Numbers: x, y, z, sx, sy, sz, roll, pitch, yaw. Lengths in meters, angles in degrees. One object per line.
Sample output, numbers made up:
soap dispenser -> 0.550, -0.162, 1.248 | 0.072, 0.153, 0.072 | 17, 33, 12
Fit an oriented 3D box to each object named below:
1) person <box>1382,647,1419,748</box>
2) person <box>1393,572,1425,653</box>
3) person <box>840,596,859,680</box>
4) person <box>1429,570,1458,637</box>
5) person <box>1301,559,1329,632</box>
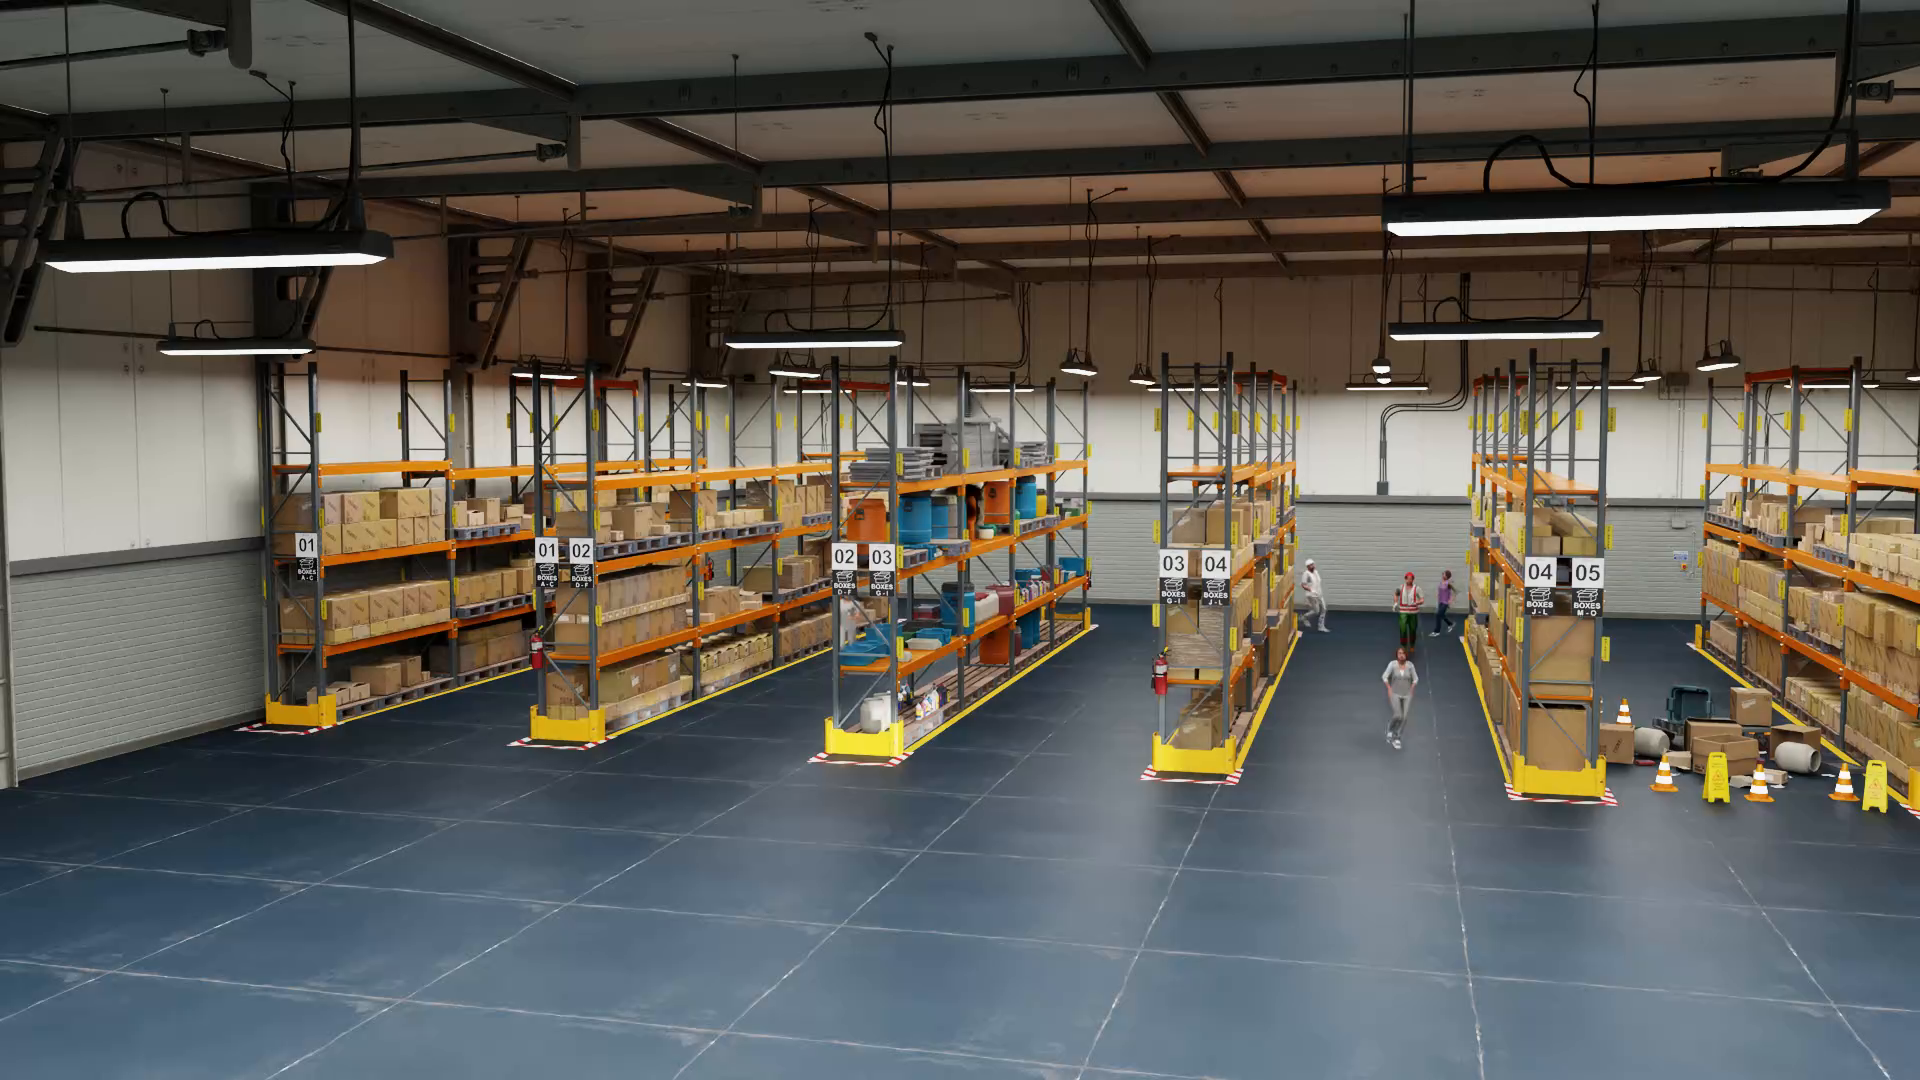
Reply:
person -> 6.788, 2.425, 25.561 | 0.521, 1.566, 0.541 | 0, 4, 3
person -> 9.623, 1.584, 35.672 | 0.664, 1.808, 0.873 | 1, 4, 19
person -> -2.121, 1.717, 31.224 | 0.484, 1.753, 0.810 | 0, 4, 2
person -> 11.408, 1.480, 38.946 | 0.773, 1.577, 0.593 | -2, 4, -21
person -> 8.486, 1.332, 39.918 | 0.754, 1.756, 0.733 | 4, 6, 44
